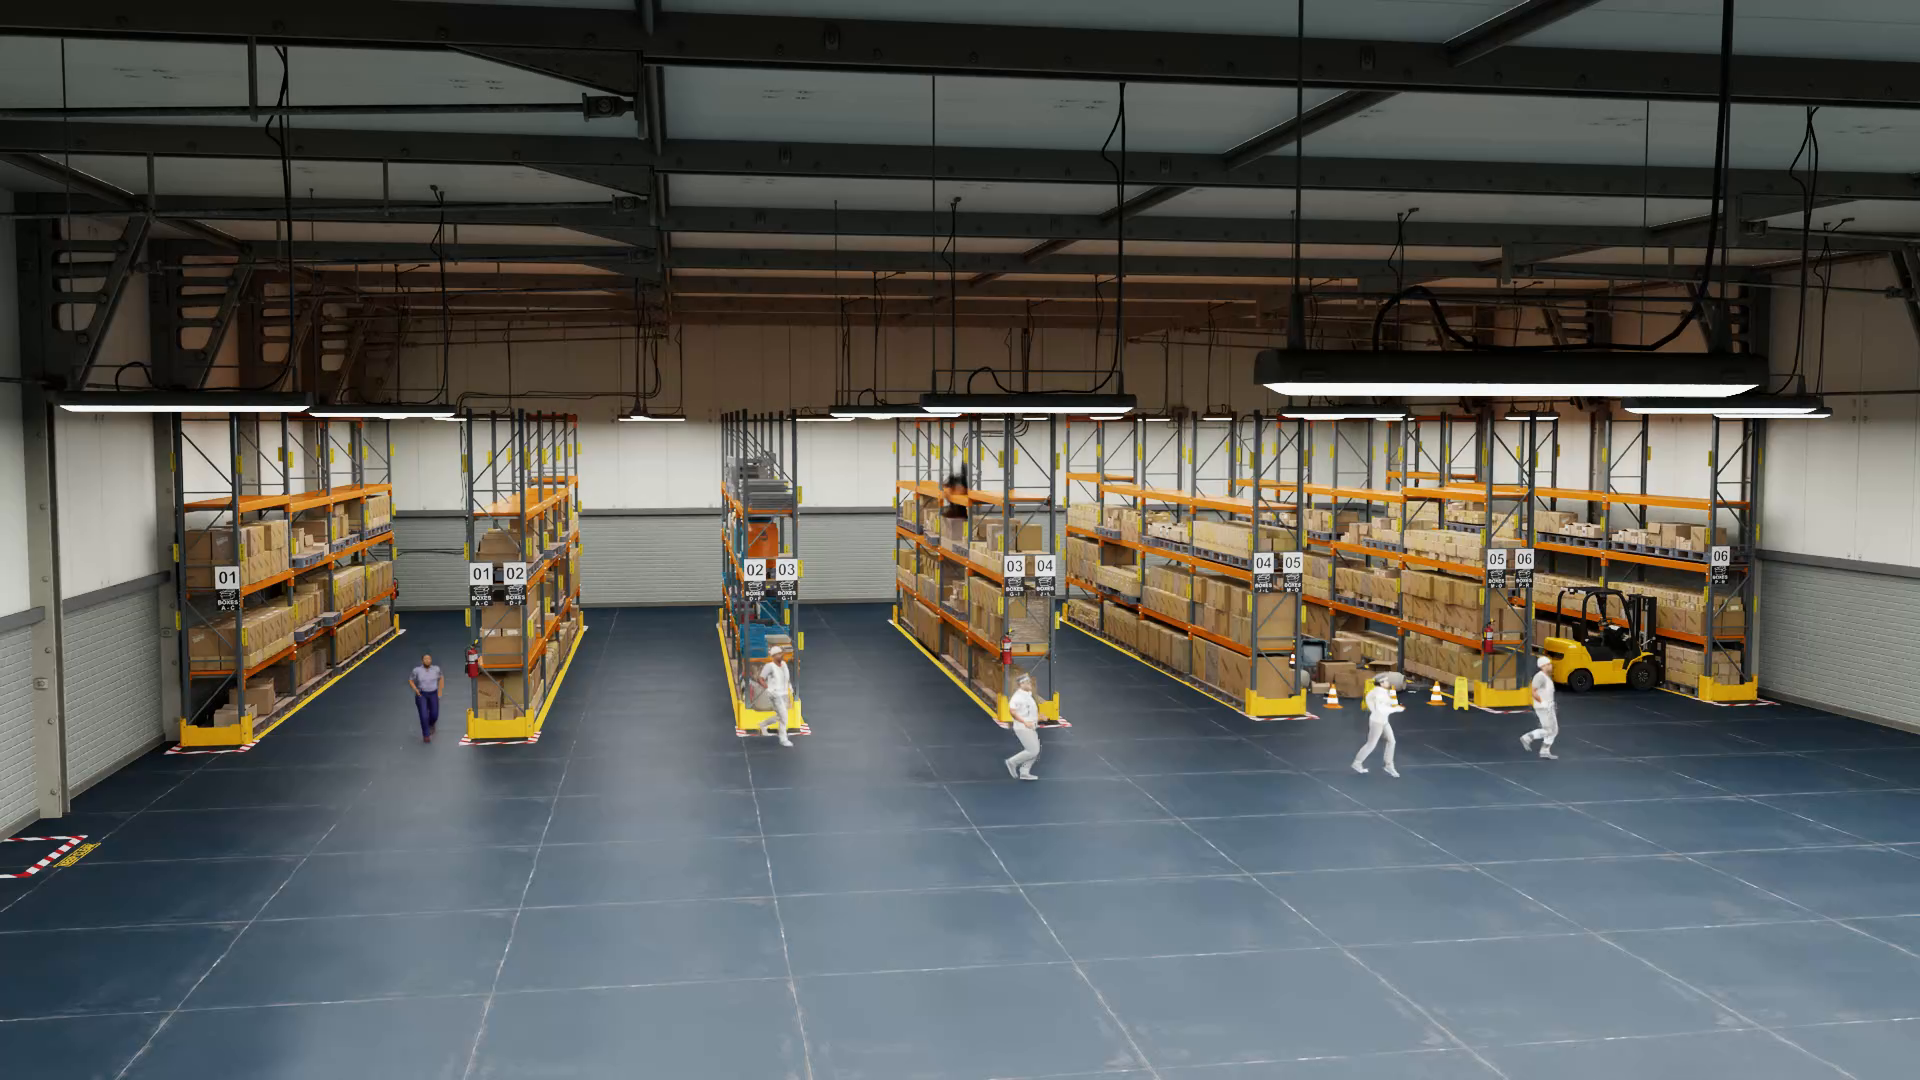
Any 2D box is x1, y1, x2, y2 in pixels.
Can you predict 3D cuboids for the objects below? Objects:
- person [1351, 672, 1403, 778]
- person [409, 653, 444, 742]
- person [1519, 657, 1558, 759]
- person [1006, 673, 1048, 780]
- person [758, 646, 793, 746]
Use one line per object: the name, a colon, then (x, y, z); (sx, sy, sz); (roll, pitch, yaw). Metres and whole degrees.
person: (6.780, 2.998, 26.967); (0.816, 1.737, 0.557); (2, 4, 22)
person: (-9.636, 2.840, 30.072); (0.624, 1.616, 0.582); (-2, 4, -26)
person: (9.945, 2.867, 28.496); (0.625, 1.750, 0.666); (3, 5, 34)
person: (1.066, 2.991, 26.673); (0.619, 1.733, 0.658); (1, 4, 17)
person: (-3.302, 2.787, 29.772); (0.789, 1.777, 0.709); (2, 4, 28)
